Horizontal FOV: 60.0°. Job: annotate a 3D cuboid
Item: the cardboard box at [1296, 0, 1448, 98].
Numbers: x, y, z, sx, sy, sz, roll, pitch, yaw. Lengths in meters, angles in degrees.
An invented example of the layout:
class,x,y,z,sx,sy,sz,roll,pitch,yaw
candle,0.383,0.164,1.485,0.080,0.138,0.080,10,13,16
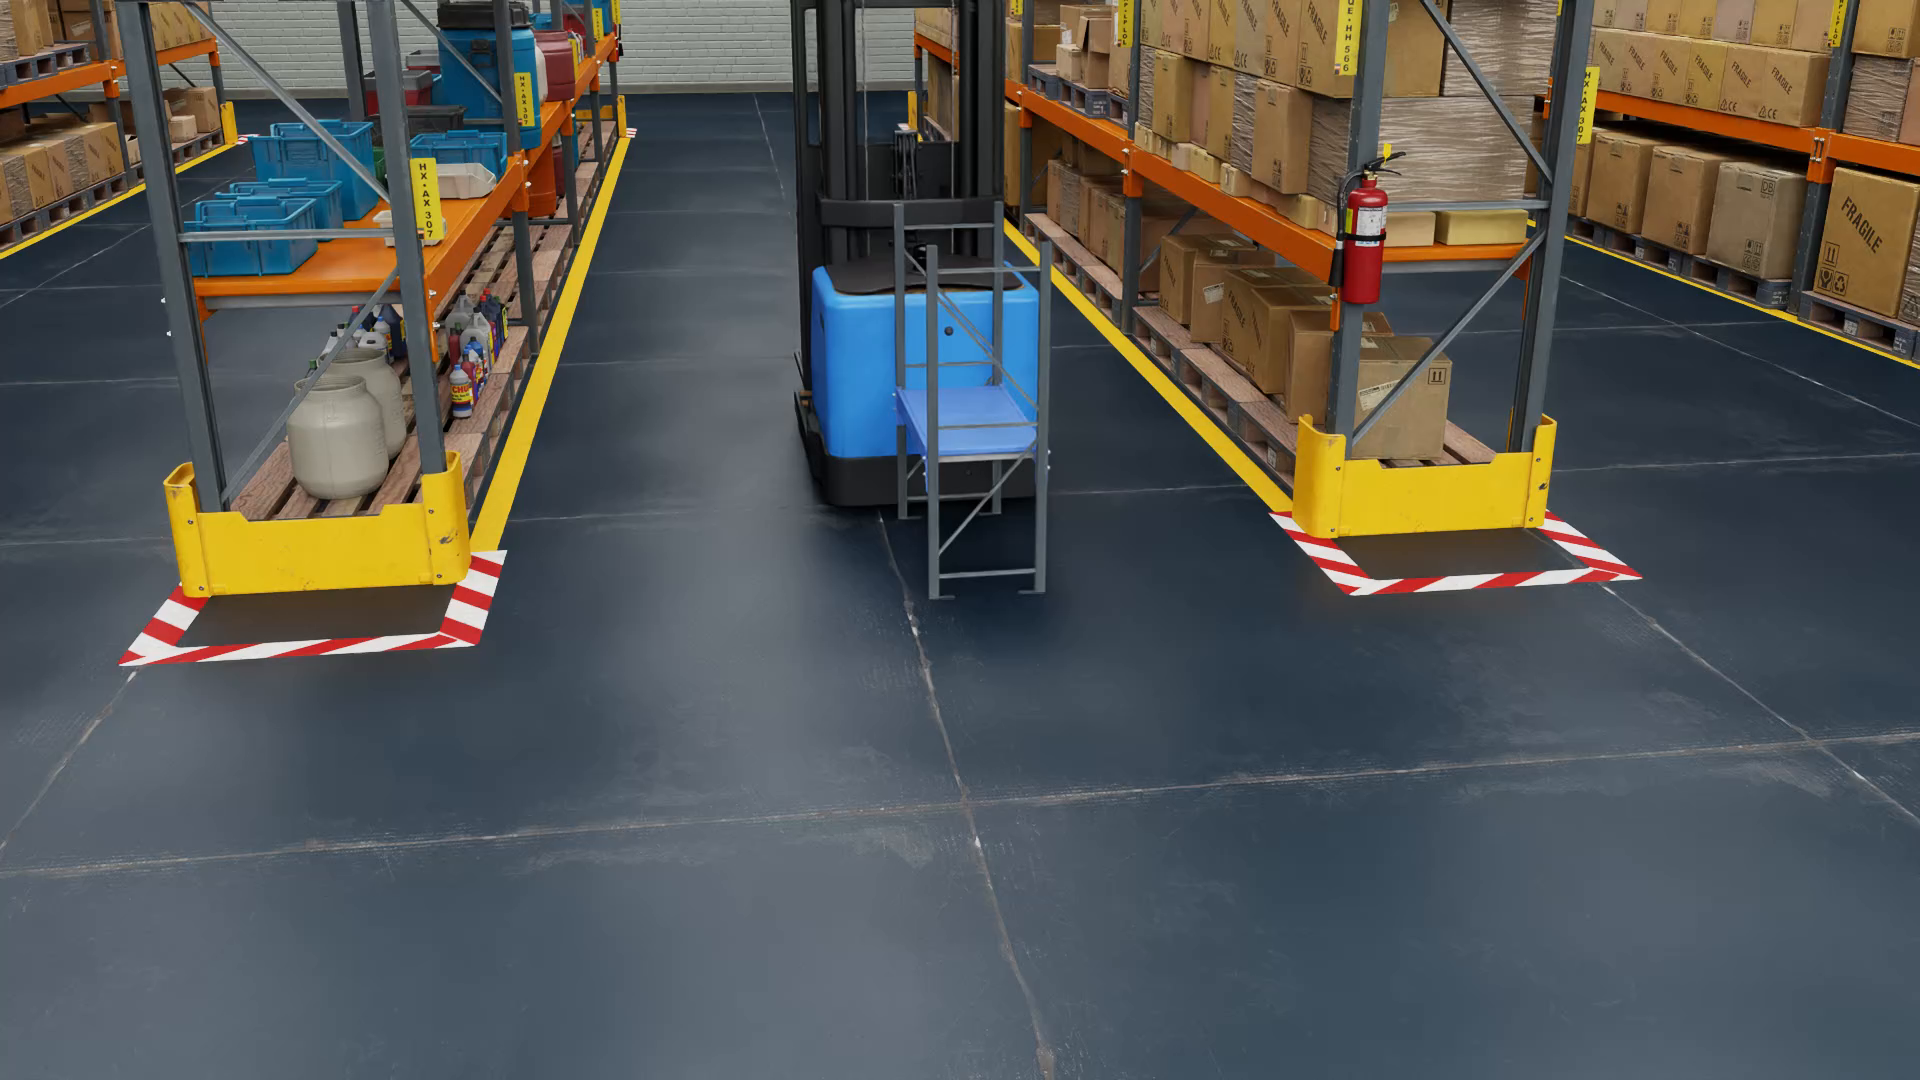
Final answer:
class,x,y,z,sx,sy,sz,roll,pitch,yaw
cardboard box,1.877,-2.305,7.604,0.500,0.500,0.500,-3,21,-8

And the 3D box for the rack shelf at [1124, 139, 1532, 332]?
class,x,y,z,sx,sy,sz,roll,pitch,yaw
rack shelf,1.912,-1.828,9.352,1.077,0.370,4.000,-3,21,-8

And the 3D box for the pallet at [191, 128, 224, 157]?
class,x,y,z,sx,sy,sz,roll,pitch,yaw
pallet,-9.782,-4.905,20.548,1.003,0.211,1.213,-3,21,-8

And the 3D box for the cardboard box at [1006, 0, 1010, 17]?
class,x,y,z,sx,sy,sz,roll,pitch,yaw
cardboard box,0.764,-5.471,16.500,0.797,0.503,0.637,-2,21,-6

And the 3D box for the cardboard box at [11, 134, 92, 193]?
class,x,y,z,sx,sy,sz,roll,pitch,yaw
cardboard box,-8.843,-3.663,16.179,0.500,0.500,0.500,-3,21,-7

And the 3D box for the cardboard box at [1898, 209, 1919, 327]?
class,x,y,z,sx,sy,sz,roll,pitch,yaw
cardboard box,6.702,-1.741,10.527,0.875,0.875,0.875,-3,21,-7

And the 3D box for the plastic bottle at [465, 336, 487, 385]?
class,x,y,z,sx,sy,sz,roll,pitch,yaw
plastic bottle,-2.747,-1.018,9.425,0.097,0.271,0.097,0,20,0

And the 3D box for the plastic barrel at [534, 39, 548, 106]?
class,x,y,z,sx,sy,sz,roll,pitch,yaw
plastic barrel,-3.494,-3.700,13.175,0.421,0.512,0.421,0,20,0

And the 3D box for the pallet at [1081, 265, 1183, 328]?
class,x,y,z,sx,sy,sz,roll,pitch,yaw
pallet,1.510,-1.821,12.290,1.003,0.211,1.213,-3,21,-8

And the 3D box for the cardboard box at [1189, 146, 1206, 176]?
class,x,y,z,sx,sy,sz,roll,pitch,yaw
cardboard box,1.562,-2.219,9.729,0.380,0.149,0.250,-3,21,-8

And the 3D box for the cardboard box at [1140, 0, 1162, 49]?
class,x,y,z,sx,sy,sz,roll,pitch,yaw
cardboard box,1.437,-3.344,10.384,0.500,0.500,0.500,-3,21,-8

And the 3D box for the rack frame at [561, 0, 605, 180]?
class,x,y,z,sx,sy,sz,roll,pitch,yaw
rack frame,-4.430,-5.378,17.827,1.000,3.000,0.127,-3,21,-8

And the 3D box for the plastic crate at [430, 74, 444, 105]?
class,x,y,z,sx,sy,sz,roll,pitch,yaw
plastic crate,-3.744,-2.967,11.395,0.392,0.384,0.575,-3,21,-8

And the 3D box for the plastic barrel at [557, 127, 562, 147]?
class,x,y,z,sx,sy,sz,roll,pitch,yaw
plastic barrel,-4.267,-4.157,16.958,0.600,0.901,0.708,-3,21,-8

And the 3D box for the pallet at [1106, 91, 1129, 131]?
class,x,y,z,sx,sy,sz,roll,pitch,yaw
pallet,1.658,-3.040,11.842,1.003,0.211,1.213,-3,21,-8

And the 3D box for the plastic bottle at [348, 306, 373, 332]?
class,x,y,z,sx,sy,sz,roll,pitch,yaw
plastic bottle,-3.544,-1.207,9.818,0.144,0.351,0.185,-4,21,-10

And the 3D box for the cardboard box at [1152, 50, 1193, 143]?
class,x,y,z,sx,sy,sz,roll,pitch,yaw
cardboard box,1.665,-2.710,10.117,0.875,0.500,0.500,-3,21,-8

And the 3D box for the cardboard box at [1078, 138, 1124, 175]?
class,x,y,z,sx,sy,sz,roll,pitch,yaw
cardboard box,1.260,-3.215,13.910,0.500,0.250,0.500,-1,20,-2

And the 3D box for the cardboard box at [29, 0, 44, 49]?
class,x,y,z,sx,sy,sz,roll,pitch,yaw
cardboard box,-9.324,-4.963,15.973,0.700,0.500,0.500,0,20,1

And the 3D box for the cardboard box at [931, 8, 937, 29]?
class,x,y,z,sx,sy,sz,roll,pitch,yaw
cardboard box,-0.073,-6.367,20.267,0.500,0.250,0.500,-3,21,-9

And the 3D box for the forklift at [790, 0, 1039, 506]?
class,x,y,z,sx,sy,sz,roll,pitch,yaw
forklift,-0.351,-2.012,8.914,1.130,2.935,3.031,-3,21,-9

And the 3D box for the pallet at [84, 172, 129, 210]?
class,x,y,z,sx,sy,sz,roll,pitch,yaw
pallet,-9.178,-3.543,16.901,1.003,0.211,1.213,-3,21,-8

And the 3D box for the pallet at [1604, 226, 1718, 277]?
class,x,y,z,sx,sy,sz,roll,pitch,yaw
pallet,6.182,-2.453,13.983,1.003,0.211,1.213,-3,21,-8

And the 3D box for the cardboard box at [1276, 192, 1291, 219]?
class,x,y,z,sx,sy,sz,roll,pitch,yaw
cardboard box,1.812,-1.701,8.343,0.380,0.149,0.250,-3,21,-8

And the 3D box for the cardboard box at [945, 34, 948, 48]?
class,x,y,z,sx,sy,sz,roll,pitch,yaw
cardboard box,0.028,-5.777,19.255,0.380,0.149,0.250,-3,21,-9

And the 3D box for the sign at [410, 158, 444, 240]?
class,x,y,z,sx,sy,sz,roll,pitch,yaw
sign,-2.156,-1.379,6.725,0.100,0.325,0.005,-3,21,-8

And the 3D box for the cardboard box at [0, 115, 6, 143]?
class,x,y,z,sx,sy,sz,roll,pitch,yaw
cardboard box,-9.287,-3.816,15.518,0.500,0.250,0.500,-3,21,-9

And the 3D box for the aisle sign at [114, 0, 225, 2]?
class,x,y,z,sx,sy,sz,roll,pitch,yaw
aisle sign,-2.984,-2.401,6.142,0.394,0.787,0.004,-3,21,-8

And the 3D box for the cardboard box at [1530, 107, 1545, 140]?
class,x,y,z,sx,sy,sz,roll,pitch,yaw
cardboard box,5.612,-4.058,16.195,0.500,0.250,0.500,-3,21,-9

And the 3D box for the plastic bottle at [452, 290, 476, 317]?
class,x,y,z,sx,sy,sz,roll,pitch,yaw
plastic bottle,-3.042,-1.357,10.220,0.144,0.351,0.185,-3,21,-8

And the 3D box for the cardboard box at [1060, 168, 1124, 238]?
class,x,y,z,sx,sy,sz,roll,pitch,yaw
cardboard box,1.256,-2.855,14.018,0.700,0.500,0.500,-5,21,-12

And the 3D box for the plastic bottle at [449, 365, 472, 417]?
class,x,y,z,sx,sy,sz,roll,pitch,yaw
plastic bottle,-2.654,-0.794,8.826,0.097,0.271,0.097,0,20,0

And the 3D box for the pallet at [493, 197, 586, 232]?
class,x,y,z,sx,sy,sz,roll,pitch,yaw
pallet,-4.009,-2.957,15.332,1.003,0.211,1.213,-3,21,-8

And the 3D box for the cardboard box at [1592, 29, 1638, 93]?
class,x,y,z,sx,sy,sz,roll,pitch,yaw
cardboard box,5.844,-4.160,14.423,0.500,0.500,0.500,-3,21,-8

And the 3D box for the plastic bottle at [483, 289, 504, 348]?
class,x,y,z,sx,sy,sz,roll,pitch,yaw
plastic bottle,-2.899,-1.365,10.240,0.144,0.351,0.185,-3,21,-9

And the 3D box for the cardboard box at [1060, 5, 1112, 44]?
class,x,y,z,sx,sy,sz,roll,pitch,yaw
cardboard box,1.165,-4.301,14.202,0.500,0.500,0.500,-6,21,-14

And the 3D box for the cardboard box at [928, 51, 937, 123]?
class,x,y,z,sx,sy,sz,roll,pitch,yaw
cardboard box,0.066,-5.996,21.920,0.875,0.875,0.875,-3,21,-8

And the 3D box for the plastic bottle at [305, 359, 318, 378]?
class,x,y,z,sx,sy,sz,roll,pitch,yaw
plastic bottle,-3.434,-0.810,8.851,0.061,0.283,0.133,-2,21,-6

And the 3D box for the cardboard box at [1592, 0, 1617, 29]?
class,x,y,z,sx,sy,sz,roll,pitch,yaw
cardboard box,6.025,-4.817,14.754,0.700,0.500,0.500,-3,21,-8

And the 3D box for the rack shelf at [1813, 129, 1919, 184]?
class,x,y,z,sx,sy,sz,roll,pitch,yaw
rack shelf,6.835,-2.043,9.928,1.077,0.370,4.000,-3,21,-8

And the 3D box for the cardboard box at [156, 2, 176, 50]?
class,x,y,z,sx,sy,sz,roll,pitch,yaw
cardboard box,-9.358,-5.893,19.063,0.500,0.500,0.500,-3,21,-9

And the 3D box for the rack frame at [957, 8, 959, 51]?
class,x,y,z,sx,sy,sz,roll,pitch,yaw
rack frame,0.471,-5.627,18.496,1.000,3.000,0.127,-3,21,-8

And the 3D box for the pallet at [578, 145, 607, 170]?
class,x,y,z,sx,sy,sz,roll,pitch,yaw
pallet,-4.575,-4.324,18.992,1.003,0.211,1.213,-3,21,-8

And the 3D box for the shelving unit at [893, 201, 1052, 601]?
class,x,y,z,sx,sy,sz,roll,pitch,yaw
shelving unit,0.032,-0.640,7.287,0.538,1.500,1.048,-3,21,-9

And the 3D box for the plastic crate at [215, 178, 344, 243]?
class,x,y,z,sx,sy,sz,roll,pitch,yaw
plastic crate,-3.157,-1.537,7.756,0.499,0.251,0.408,-3,21,-8

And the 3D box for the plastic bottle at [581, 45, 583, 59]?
class,x,y,z,sx,sy,sz,roll,pitch,yaw
plastic bottle,-4.010,-5.126,17.437,0.097,0.201,0.097,0,20,0

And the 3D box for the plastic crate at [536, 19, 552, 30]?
class,x,y,z,sx,sy,sz,roll,pitch,yaw
plastic crate,-5.108,-6.154,20.060,0.416,0.233,0.300,-3,21,-8

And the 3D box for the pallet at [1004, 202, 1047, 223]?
class,x,y,z,sx,sy,sz,roll,pitch,yaw
pallet,1.008,-3.213,16.017,1.003,0.211,1.213,-3,21,-8

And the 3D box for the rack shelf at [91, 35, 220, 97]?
class,x,y,z,sx,sy,sz,roll,pitch,yaw
rack shelf,-9.621,-5.485,19.142,1.077,0.370,4.000,-3,21,-8

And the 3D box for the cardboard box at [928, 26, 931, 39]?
class,x,y,z,sx,sy,sz,roll,pitch,yaw
cardboard box,-0.194,-6.310,20.683,0.380,0.149,0.250,-3,21,-8

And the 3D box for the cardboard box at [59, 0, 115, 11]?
class,x,y,z,sx,sy,sz,roll,pitch,yaw
cardboard box,-9.122,-5.822,17.444,0.500,0.500,0.500,-2,21,-6

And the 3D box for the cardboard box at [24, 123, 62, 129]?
class,x,y,z,sx,sy,sz,roll,pitch,yaw
cardboard box,-9.504,-3.984,17.041,0.500,0.500,0.500,-4,21,-10

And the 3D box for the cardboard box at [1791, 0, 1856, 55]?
class,x,y,z,sx,sy,sz,roll,pitch,yaw
cardboard box,6.469,-3.760,11.923,0.700,0.500,0.500,-3,21,-9

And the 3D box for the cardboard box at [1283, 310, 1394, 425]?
class,x,y,z,sx,sy,sz,roll,pitch,yaw
cardboard box,2.007,-0.921,8.867,0.500,0.500,0.500,2,21,6
